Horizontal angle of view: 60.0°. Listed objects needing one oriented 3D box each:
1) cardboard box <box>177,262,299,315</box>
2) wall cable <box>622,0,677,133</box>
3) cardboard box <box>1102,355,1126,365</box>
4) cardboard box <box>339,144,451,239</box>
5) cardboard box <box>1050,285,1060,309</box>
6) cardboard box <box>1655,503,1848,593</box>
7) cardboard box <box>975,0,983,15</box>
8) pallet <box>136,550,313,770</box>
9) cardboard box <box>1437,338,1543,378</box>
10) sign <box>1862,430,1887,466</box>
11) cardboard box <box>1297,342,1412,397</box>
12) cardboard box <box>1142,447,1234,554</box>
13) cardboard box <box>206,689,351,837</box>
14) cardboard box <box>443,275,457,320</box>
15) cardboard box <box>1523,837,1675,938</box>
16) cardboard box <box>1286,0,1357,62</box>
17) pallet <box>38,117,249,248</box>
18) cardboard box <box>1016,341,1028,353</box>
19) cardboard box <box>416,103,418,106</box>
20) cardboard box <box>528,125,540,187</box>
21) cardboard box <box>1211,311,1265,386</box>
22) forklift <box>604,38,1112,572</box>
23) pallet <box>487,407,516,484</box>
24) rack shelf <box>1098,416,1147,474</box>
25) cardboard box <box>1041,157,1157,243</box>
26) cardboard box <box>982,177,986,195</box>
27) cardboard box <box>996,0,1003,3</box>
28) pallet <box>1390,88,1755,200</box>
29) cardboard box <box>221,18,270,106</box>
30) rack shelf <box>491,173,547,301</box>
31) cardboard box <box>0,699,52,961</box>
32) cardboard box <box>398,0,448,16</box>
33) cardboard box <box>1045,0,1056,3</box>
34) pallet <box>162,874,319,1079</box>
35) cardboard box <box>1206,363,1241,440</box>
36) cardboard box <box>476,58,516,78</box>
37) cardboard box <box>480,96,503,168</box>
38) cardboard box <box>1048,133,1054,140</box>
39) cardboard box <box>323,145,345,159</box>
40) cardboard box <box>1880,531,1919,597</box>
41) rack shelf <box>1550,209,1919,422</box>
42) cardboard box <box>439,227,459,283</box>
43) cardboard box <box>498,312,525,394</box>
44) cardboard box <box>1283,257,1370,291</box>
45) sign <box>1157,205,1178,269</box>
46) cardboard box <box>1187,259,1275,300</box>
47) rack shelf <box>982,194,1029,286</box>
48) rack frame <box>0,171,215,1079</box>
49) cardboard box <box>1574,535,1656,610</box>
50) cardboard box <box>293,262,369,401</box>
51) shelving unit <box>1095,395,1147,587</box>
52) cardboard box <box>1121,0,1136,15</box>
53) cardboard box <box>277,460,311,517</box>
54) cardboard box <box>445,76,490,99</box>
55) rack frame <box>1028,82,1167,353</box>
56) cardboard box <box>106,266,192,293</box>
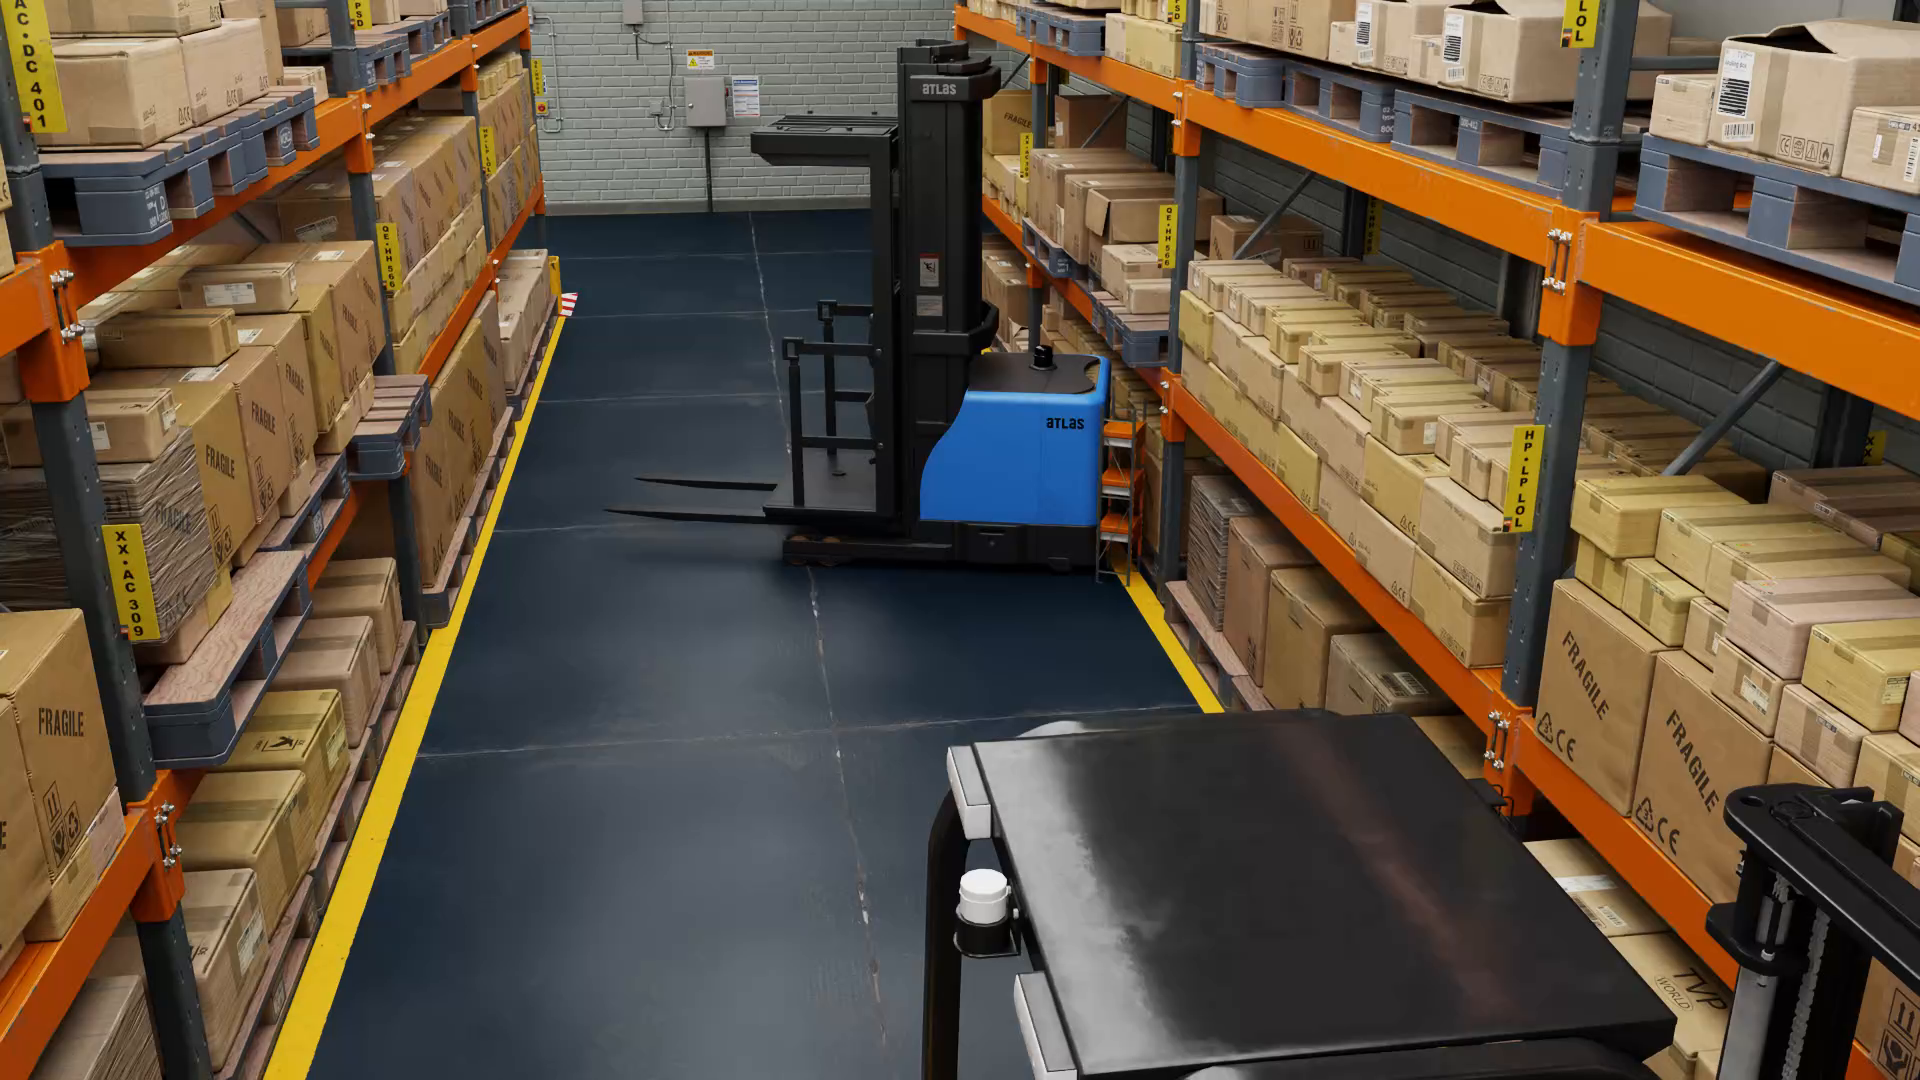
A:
[{"bbox_3d":[-2.788,-0.970,6.432,0.380,0.149,0.250,-4,21,-10],"label":"cardboard box"},{"bbox_3d":[-3.890,-6.108,20.831,0.588,1.984,0.122,-3,21,-8],"label":"wall cable"},{"bbox_3d":[1.138,-1.123,10.982,0.380,0.149,0.250,-3,21,-8],"label":"cardboard box"},{"bbox_3d":[-3.342,-2.060,9.873,0.500,0.500,0.500,-3,21,-7],"label":"cardboard box"},{"bbox_3d":[0.880,-1.807,12.387,0.380,0.149,0.250,-3,21,-9],"label":"cardboard box"},{"bbox_3d":[2.082,0.018,4.386,0.380,0.149,0.250,-3,21,-7],"label":"cardboard box"},{"bbox_3d":[0.334,-4.662,14.483,0.380,0.149,0.250,-3,21,-8],"label":"cardboard box"},{"bbox_3d":[-2.692,0.367,5.221,1.003,0.211,1.213,-3,21,-8],"label":"pallet"},{"bbox_3d":[2.173,-0.716,6.776,0.380,0.149,0.250,-3,21,-7],"label":"cardboard box"},{"bbox_3d":[2.734,-0.174,5.044,0.100,0.325,0.005,-3,21,-8],"label":"sign"},{"bbox_3d":[1.588,-0.689,6.704,0.380,0.149,0.250,-3,21,-9],"label":"cardboard box"},{"bbox_3d":[1.335,-0.249,9.567,0.500,0.500,0.500,-2,21,-6],"label":"cardboard box"},{"bbox_3d":[-3.013,0.913,6.641,0.950,0.372,0.625,-2,21,-6],"label":"cardboard box"},{"bbox_3d":[-3.360,-1.477,10.099,0.500,0.250,0.500,-3,21,-8],"label":"cardboard box"},{"bbox_3d":[1.944,1.104,4.874,0.500,0.250,0.500,-3,21,-9],"label":"cardboard box"},{"bbox_3d":[1.618,-2.168,6.559,0.500,0.500,0.500,-2,21,-6],"label":"cardboard box"},{"bbox_3d":[-2.710,-0.987,4.554,1.213,0.211,1.003,-3,21,-8],"label":"pallet"},{"bbox_3d":[0.661,-1.512,13.451,0.380,0.149,0.250,-4,21,-9],"label":"cardboard box"},{"bbox_3d":[-4.286,-3.062,12.554,0.500,0.500,0.500,-3,21,-9],"label":"cardboard box"},{"bbox_3d":[-4.125,-3.499,15.154,0.500,0.500,0.500,-3,21,-7],"label":"cardboard box"},{"bbox_3d":[1.502,-0.912,7.871,0.500,0.250,0.500,-2,21,-6],"label":"cardboard box"},{"bbox_3d":[-0.618,-1.400,9.775,3.031,2.935,1.130,2,21,7],"label":"forklift"},{"bbox_3d":[-3.694,-0.651,11.658,1.003,0.211,1.213,-3,21,-8],"label":"pallet"},{"bbox_3d":[0.915,-0.532,9.360,0.215,0.259,0.240,7,22,18],"label":"rack shelf"},{"bbox_3d":[0.955,-2.358,11.499,0.700,0.500,0.500,-3,21,-7],"label":"cardboard box"},{"bbox_3d":[0.368,-3.163,14.758,0.380,0.149,0.250,-4,21,-9],"label":"cardboard box"},{"bbox_3d":[0.567,-4.458,13.368,0.500,0.250,0.500,-2,21,-7],"label":"cardboard box"},{"bbox_3d":[2.045,-1.323,5.457,0.805,0.209,1.217,-4,21,-10],"label":"pallet"},{"bbox_3d":[-2.582,-1.554,5.416,0.500,0.250,0.500,-3,21,-8],"label":"cardboard box"},{"bbox_3d":[-4.168,-2.576,13.855,1.077,0.370,4.000,-3,21,-8],"label":"rack shelf"},{"bbox_3d":[-2.335,0.682,3.535,0.500,0.500,0.500,-2,21,-6],"label":"cardboard box"},{"bbox_3d":[-3.545,-3.486,10.504,0.500,0.311,0.500,-3,21,-8],"label":"cardboard box"},{"bbox_3d":[0.770,-3.614,10.934,0.380,0.149,0.250,-3,21,-7],"label":"cardboard box"},{"bbox_3d":[-2.840,1.586,5.668,1.003,0.211,1.213,-3,21,-8],"label":"pallet"},{"bbox_3d":[1.498,-0.677,7.956,0.500,0.250,0.500,-3,21,-9],"label":"cardboard box"},{"bbox_3d":[-4.030,-4.050,14.272,0.380,0.149,0.250,-2,21,-7],"label":"cardboard box"},{"bbox_3d":[-3.775,-3.088,12.626,0.500,0.500,0.500,-3,21,-8],"label":"cardboard box"},{"bbox_3d":[0.857,-3.602,15.362,0.500,0.250,0.500,-3,21,-8],"label":"cardboard box"},{"bbox_3d":[-3.849,-2.042,9.824,0.500,0.500,0.500,-3,21,-9],"label":"cardboard box"},{"bbox_3d":[2.577,0.083,4.213,0.380,0.149,0.250,-3,21,-8],"label":"cardboard box"},{"bbox_3d":[2.473,-0.078,2.880,1.077,0.370,4.000,-3,21,-8],"label":"rack shelf"},{"bbox_3d":[-3.325,-1.716,10.024,0.500,0.250,0.500,-3,21,-7],"label":"cardboard box"},{"bbox_3d":[-3.864,-1.440,12.846,0.875,0.438,0.875,-3,21,-9],"label":"cardboard box"},{"bbox_3d":[1.856,-1.336,8.435,0.380,0.149,0.250,-2,21,-6],"label":"cardboard box"},{"bbox_3d":[1.073,-1.562,8.570,0.100,0.325,0.005,-3,21,-8],"label":"sign"},{"bbox_3d":[1.363,-1.313,8.374,0.380,0.149,0.250,-2,21,-6],"label":"cardboard box"},{"bbox_3d":[0.744,-2.828,14.529,1.077,0.370,4.000,-3,21,-8],"label":"rack shelf"},{"bbox_3d":[-2.726,0.549,4.459,1.000,3.000,0.127,-3,21,-8],"label":"rack frame"},{"bbox_3d":[1.971,0.070,4.671,0.380,0.149,0.250,-3,21,-9],"label":"cardboard box"},{"bbox_3d":[-2.877,-0.897,7.162,0.500,0.500,0.500,-3,21,-9],"label":"cardboard box"},{"bbox_3d":[0.915,-0.277,9.456,0.215,1.050,0.252,7,22,18],"label":"shelving unit"},{"bbox_3d":[1.160,-3.167,9.765,0.380,0.149,0.250,-2,21,-6],"label":"cardboard box"},{"bbox_3d":[-2.654,-0.190,6.196,0.380,0.149,0.250,-2,21,-6],"label":"cardboard box"},{"bbox_3d":[-3.775,-3.426,12.602,0.380,0.149,0.250,-3,21,-8],"label":"cardboard box"},{"bbox_3d":[1.032,-2.472,12.549,1.000,3.000,0.127,-3,21,-8],"label":"rack frame"},{"bbox_3d":[-3.385,-0.871,7.093,0.500,0.500,0.500,-2,21,-5],"label":"cardboard box"}]
